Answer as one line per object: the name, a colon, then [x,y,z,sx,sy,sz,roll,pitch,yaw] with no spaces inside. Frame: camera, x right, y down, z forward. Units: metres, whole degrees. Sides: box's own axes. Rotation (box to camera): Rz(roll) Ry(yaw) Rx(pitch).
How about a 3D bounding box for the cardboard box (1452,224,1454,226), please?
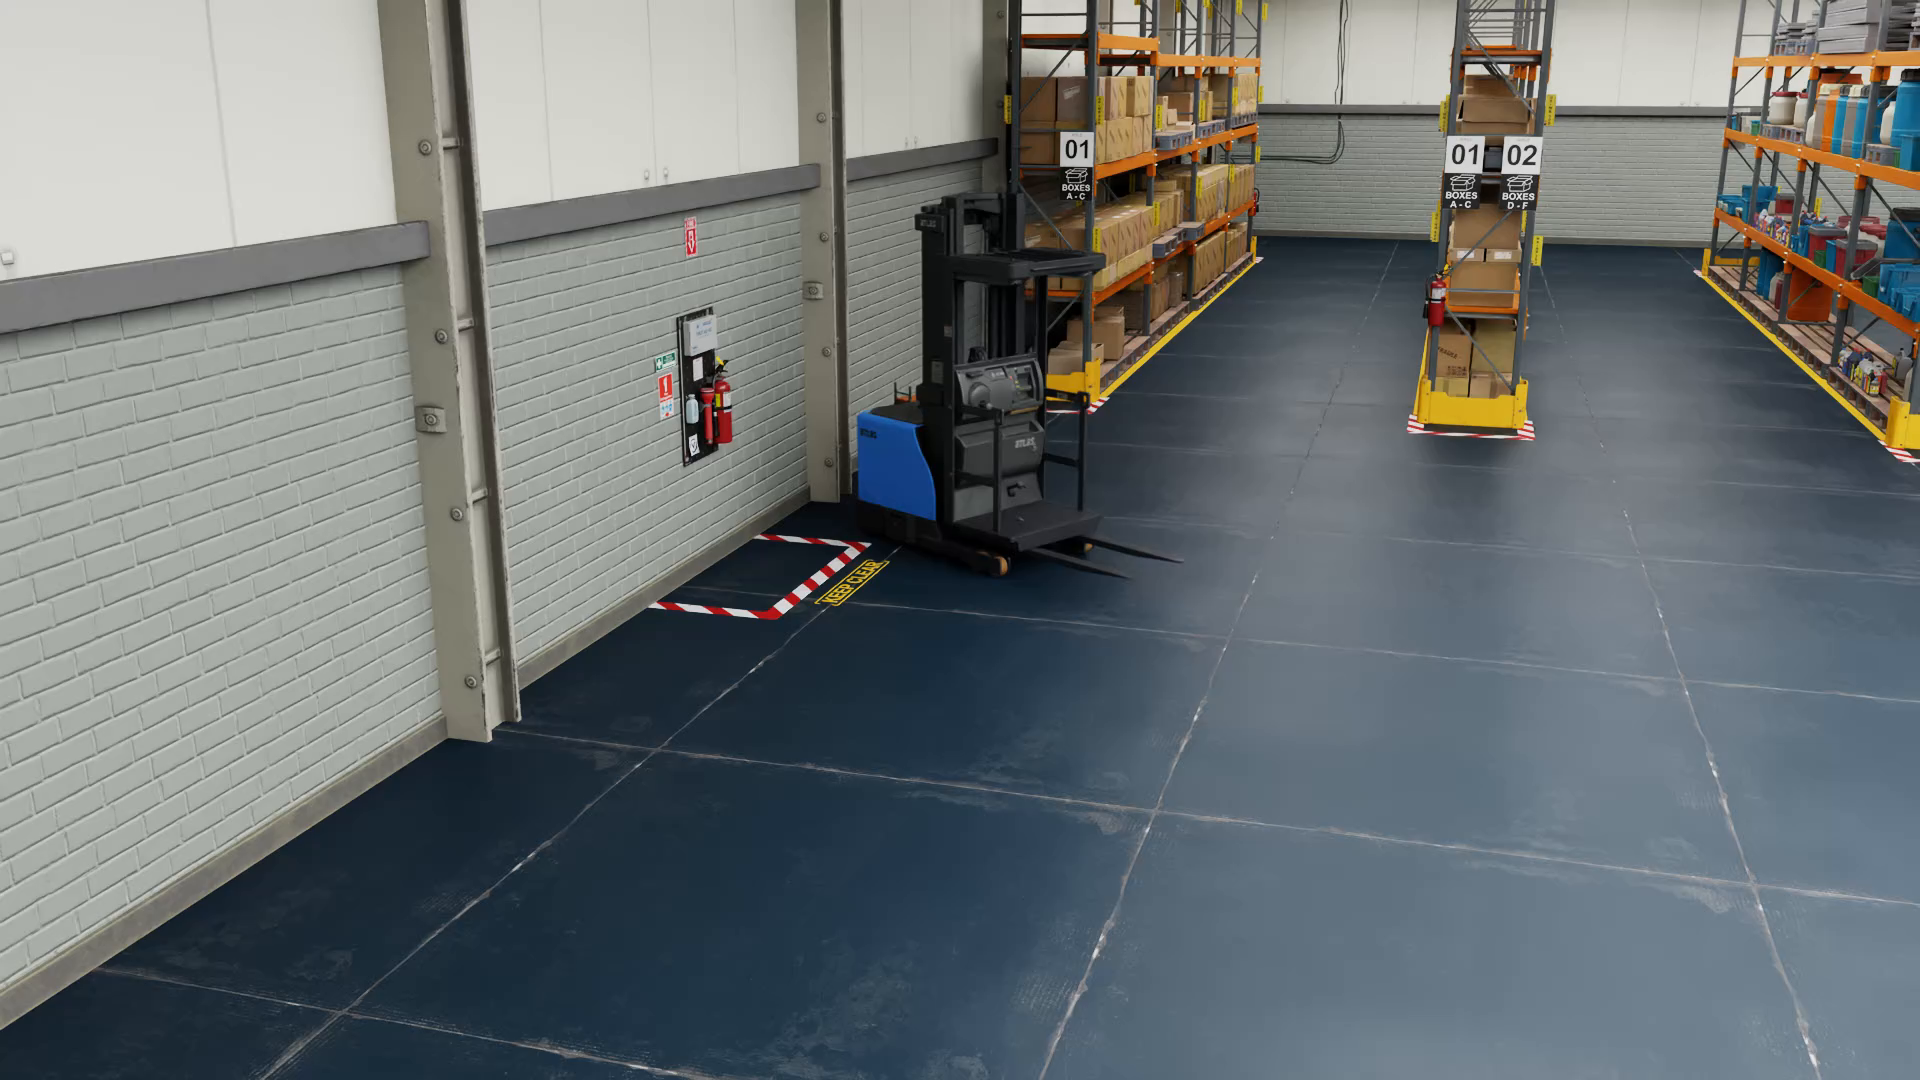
cardboard box: [6.583,-4.010,21.597,0.380,0.149,0.250,4,16,14]

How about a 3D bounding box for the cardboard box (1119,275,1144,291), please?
cardboard box: [2.553,-3.901,24.985,0.500,0.250,0.500,4,16,15]

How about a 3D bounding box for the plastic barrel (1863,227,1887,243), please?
plastic barrel: [12.427,-3.944,22.487,0.433,0.535,0.433,0,16,0]

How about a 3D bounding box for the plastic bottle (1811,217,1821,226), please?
plastic bottle: [13.565,-4.945,26.357,0.144,0.351,0.185,5,16,16]

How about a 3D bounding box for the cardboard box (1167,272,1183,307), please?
cardboard box: [3.220,-4.085,27.008,0.700,0.500,0.500,5,17,17]

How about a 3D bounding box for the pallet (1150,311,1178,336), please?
pallet: [2.802,-3.404,25.943,1.003,0.211,1.213,5,16,16]

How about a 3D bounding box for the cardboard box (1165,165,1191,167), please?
cardboard box: [3.988,-6.638,30.098,0.500,0.250,0.500,5,17,17]

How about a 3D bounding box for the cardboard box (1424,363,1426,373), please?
cardboard box: [5.851,-1.966,20.033,0.500,0.250,0.500,5,16,16]

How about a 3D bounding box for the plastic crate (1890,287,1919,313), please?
plastic crate: [10.645,-2.659,18.478,0.499,0.251,0.408,5,16,16]

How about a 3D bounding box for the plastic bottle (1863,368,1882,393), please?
plastic bottle: [10.799,-1.886,19.668,0.152,0.276,0.135,5,17,16]

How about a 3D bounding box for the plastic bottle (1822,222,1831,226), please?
plastic bottle: [13.700,-4.891,26.303,0.152,0.276,0.135,5,16,16]

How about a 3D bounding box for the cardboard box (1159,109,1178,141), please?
cardboard box: [2.917,-6.438,25.808,0.797,0.503,0.637,7,17,24]

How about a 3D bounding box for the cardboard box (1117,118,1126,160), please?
cardboard box: [1.766,-5.018,20.806,0.500,0.500,0.500,5,17,18]

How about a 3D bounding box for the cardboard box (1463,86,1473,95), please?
cardboard box: [9.048,-7.546,28.805,0.600,0.600,0.600,3,16,11]

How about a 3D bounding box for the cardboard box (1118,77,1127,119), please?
cardboard box: [1.769,-5.501,20.677,0.500,0.500,0.500,5,17,17]

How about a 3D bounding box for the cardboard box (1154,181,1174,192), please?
cardboard box: [3.228,-5.662,26.615,0.380,0.149,0.250,2,16,7]

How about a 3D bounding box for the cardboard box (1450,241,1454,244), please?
cardboard box: [5.923,-3.402,19.455,0.380,0.149,0.250,4,16,15]

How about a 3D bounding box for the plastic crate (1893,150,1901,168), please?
plastic crate: [11.027,-4.403,19.245,0.336,0.188,0.450,5,16,16]

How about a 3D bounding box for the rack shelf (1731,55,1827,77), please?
rack shelf: [14.578,-8.417,29.565,1.077,0.370,4.000,5,16,16]

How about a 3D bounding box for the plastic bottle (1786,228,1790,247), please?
plastic bottle: [12.579,-4.582,25.202,0.061,0.283,0.133,5,16,16]

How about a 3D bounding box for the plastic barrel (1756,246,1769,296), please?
plastic barrel: [13.839,-4.598,28.118,0.600,0.901,0.708,5,16,16]

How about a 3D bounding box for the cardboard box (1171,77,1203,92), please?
cardboard box: [3.993,-8.012,29.220,0.500,0.250,0.500,4,16,14]

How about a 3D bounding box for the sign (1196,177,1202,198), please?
sign: [3.897,-5.747,27.118,0.100,0.325,0.005,5,16,16]

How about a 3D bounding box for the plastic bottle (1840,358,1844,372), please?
plastic bottle: [11.167,-2.216,20.967,0.097,0.201,0.097,0,16,0]

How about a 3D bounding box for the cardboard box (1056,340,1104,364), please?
cardboard box: [1.546,-2.416,21.472,0.500,0.311,0.500,6,17,20]

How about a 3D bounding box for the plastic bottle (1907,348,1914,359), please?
plastic bottle: [11.829,-2.200,20.635,0.144,0.351,0.185,4,16,14]

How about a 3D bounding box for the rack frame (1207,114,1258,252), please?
rack frame: [5.648,-7.361,34.784,1.000,3.000,0.127,5,16,16]

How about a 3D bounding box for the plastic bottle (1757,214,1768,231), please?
plastic bottle: [13.409,-5.299,27.742,0.152,0.276,0.135,5,16,16]

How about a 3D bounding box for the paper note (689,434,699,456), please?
paper note: [-2.090,-0.747,13.080,0.016,0.148,0.142,5,16,16]

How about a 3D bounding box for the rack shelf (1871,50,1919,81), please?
rack shelf: [11.168,-5.278,18.496,1.077,0.370,4.000,5,16,16]

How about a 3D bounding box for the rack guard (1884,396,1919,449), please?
rack guard: [10.576,-1.228,17.741,1.175,0.500,0.348,5,16,16]

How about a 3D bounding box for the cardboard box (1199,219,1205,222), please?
cardboard box: [3.927,-5.353,28.129,0.380,0.149,0.250,5,17,18]

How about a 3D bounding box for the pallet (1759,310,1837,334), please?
pallet: [13.057,-3.368,25.815,1.003,0.211,1.213,5,16,16]

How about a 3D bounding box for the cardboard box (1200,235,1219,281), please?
cardboard box: [4.201,-5.069,29.875,0.750,0.750,0.750,5,17,18]

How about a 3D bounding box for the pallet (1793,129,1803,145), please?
pallet: [13.184,-6.044,24.992,1.003,0.211,1.213,5,16,16]

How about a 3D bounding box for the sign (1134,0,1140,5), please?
sign: [2.841,-8.722,26.586,0.100,0.325,0.005,5,16,16]

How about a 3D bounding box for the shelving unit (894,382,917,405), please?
shelving unit: [-0.321,-0.854,15.143,0.503,1.200,0.258,-12,20,-37]

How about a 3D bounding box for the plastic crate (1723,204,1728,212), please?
plastic crate: [14.397,-6.201,31.066,0.250,0.136,0.298,5,16,16]

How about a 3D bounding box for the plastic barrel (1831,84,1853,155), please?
plastic barrel: [12.044,-5.629,22.264,0.600,0.901,0.708,5,16,16]

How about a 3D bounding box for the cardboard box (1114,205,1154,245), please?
cardboard box: [2.400,-4.372,23.110,0.500,0.500,0.500,5,16,16]

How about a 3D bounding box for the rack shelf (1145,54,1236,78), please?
rack shelf: [3.943,-8.139,28.584,1.077,0.370,4.000,5,16,16]

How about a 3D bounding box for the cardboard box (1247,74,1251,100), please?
cardboard box: [5.408,-8.863,32.530,0.500,0.500,0.500,4,16,13]

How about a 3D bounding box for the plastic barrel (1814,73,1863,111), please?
plastic barrel: [13.037,-6.500,24.694,0.600,0.830,0.708,5,16,16]

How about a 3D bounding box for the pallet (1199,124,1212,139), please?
pallet: [3.506,-6.793,27.630,1.213,0.211,1.003,5,17,18]

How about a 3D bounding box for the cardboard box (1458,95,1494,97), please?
cardboard box: [6.592,-5.487,21.472,0.500,0.500,0.500,6,17,20]

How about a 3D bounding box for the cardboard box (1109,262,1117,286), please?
cardboard box: [1.678,-3.352,20.890,0.500,0.250,0.500,4,16,14]

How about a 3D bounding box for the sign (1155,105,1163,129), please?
sign: [2.760,-5.873,23.094,0.100,0.325,0.005,5,16,16]

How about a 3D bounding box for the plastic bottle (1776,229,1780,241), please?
plastic bottle: [12.861,-4.785,26.066,0.097,0.201,0.097,0,16,0]

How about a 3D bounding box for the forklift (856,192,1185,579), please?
forklift: [0.473,-1.273,13.447,1.130,2.935,3.031,-14,21,-41]

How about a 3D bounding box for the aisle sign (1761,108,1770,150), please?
aisle sign: [15.448,-7.839,31.707,0.394,0.787,0.004,5,16,16]

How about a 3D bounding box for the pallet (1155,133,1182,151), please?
pallet: [2.515,-5.727,23.872,1.213,0.211,1.003,5,16,16]

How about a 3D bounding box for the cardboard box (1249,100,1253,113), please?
cardboard box: [5.547,-8.633,33.096,0.500,0.250,0.500,4,16,14]

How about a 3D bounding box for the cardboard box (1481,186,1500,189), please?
cardboard box: [6.726,-4.262,21.296,0.700,0.500,0.500,5,16,16]

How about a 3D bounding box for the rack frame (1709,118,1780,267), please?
rack frame: [15.146,-6.593,32.075,1.000,3.000,0.127,5,16,16]

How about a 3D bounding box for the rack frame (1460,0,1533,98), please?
rack frame: [8.125,-7.771,25.235,1.000,3.000,0.127,5,16,16]
